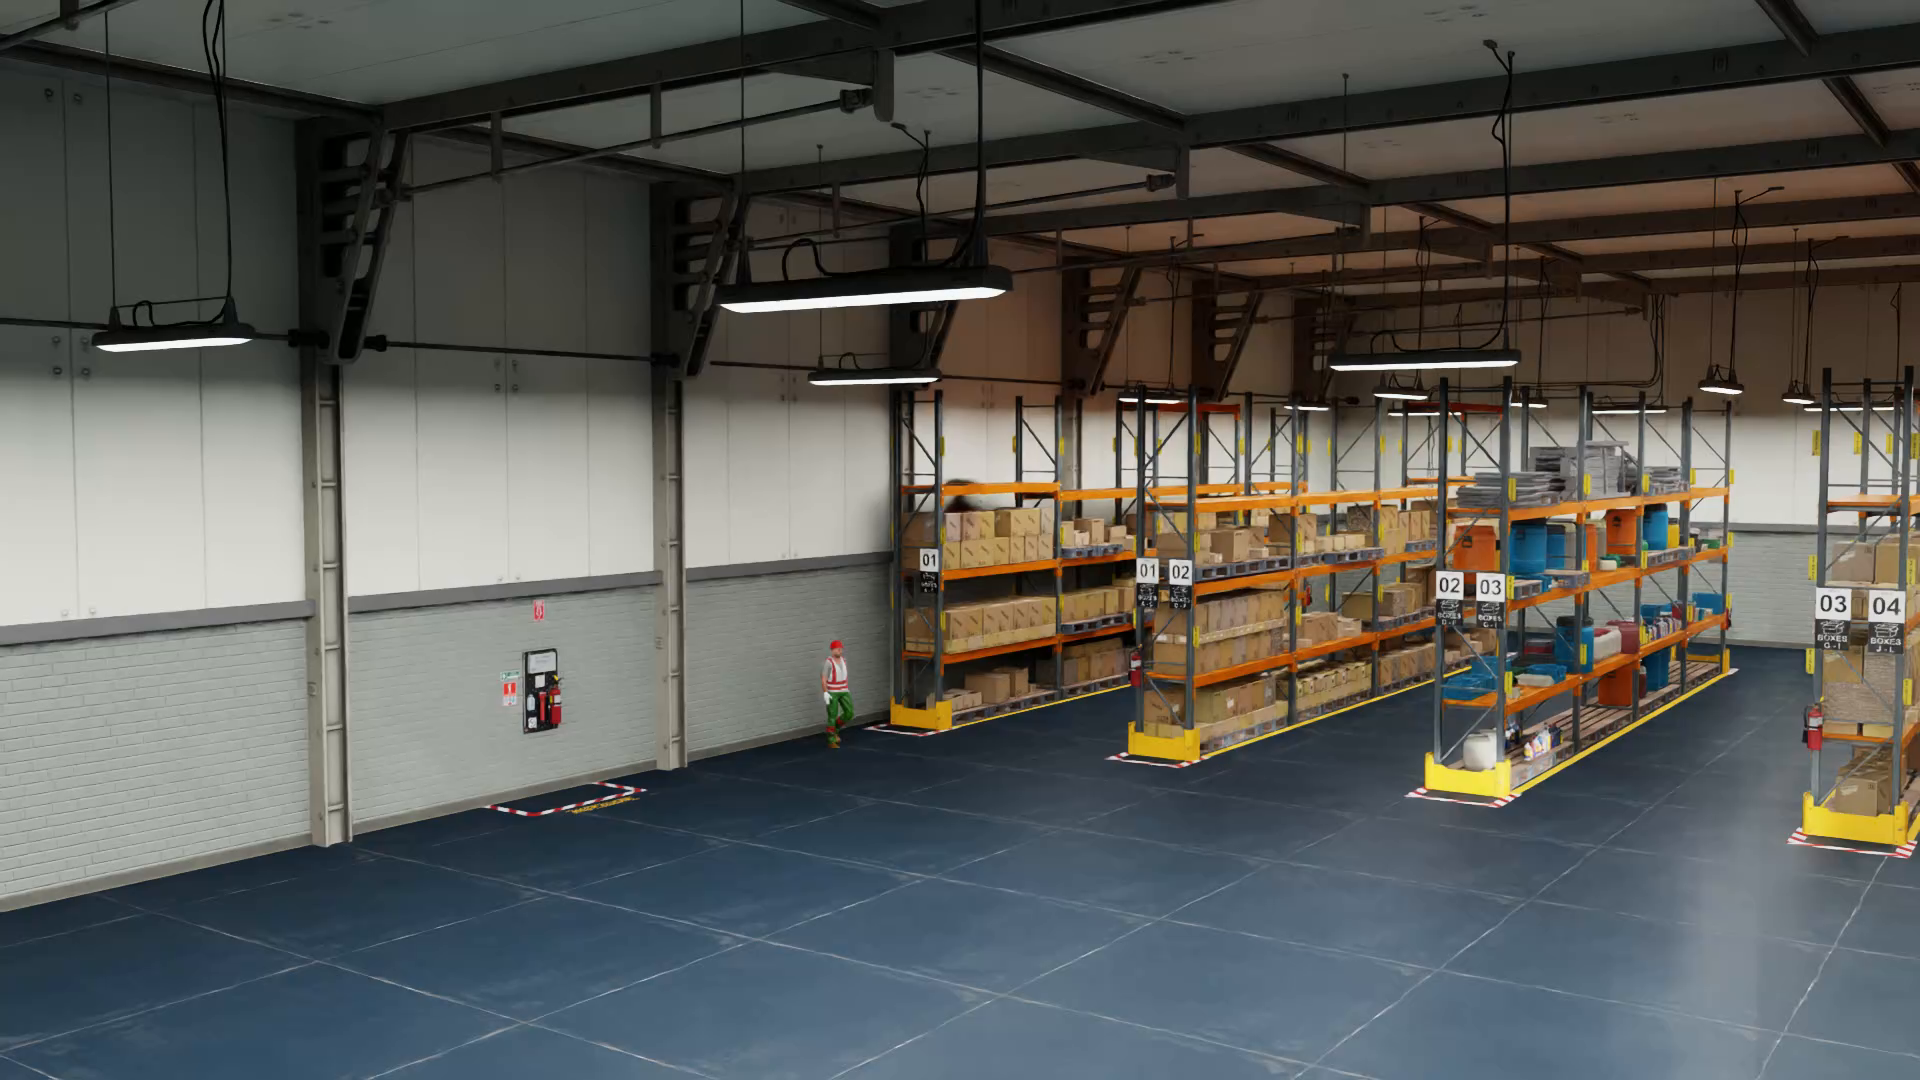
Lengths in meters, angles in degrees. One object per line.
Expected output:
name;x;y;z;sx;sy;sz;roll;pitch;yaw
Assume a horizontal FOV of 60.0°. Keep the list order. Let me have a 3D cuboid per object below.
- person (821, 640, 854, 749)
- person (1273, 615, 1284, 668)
person;-2.067;2.554;27.706;0.732;1.787;0.539;-3;5;-44
person;7.102;2.055;37.663;0.502;1.631;0.665;2;4;31
